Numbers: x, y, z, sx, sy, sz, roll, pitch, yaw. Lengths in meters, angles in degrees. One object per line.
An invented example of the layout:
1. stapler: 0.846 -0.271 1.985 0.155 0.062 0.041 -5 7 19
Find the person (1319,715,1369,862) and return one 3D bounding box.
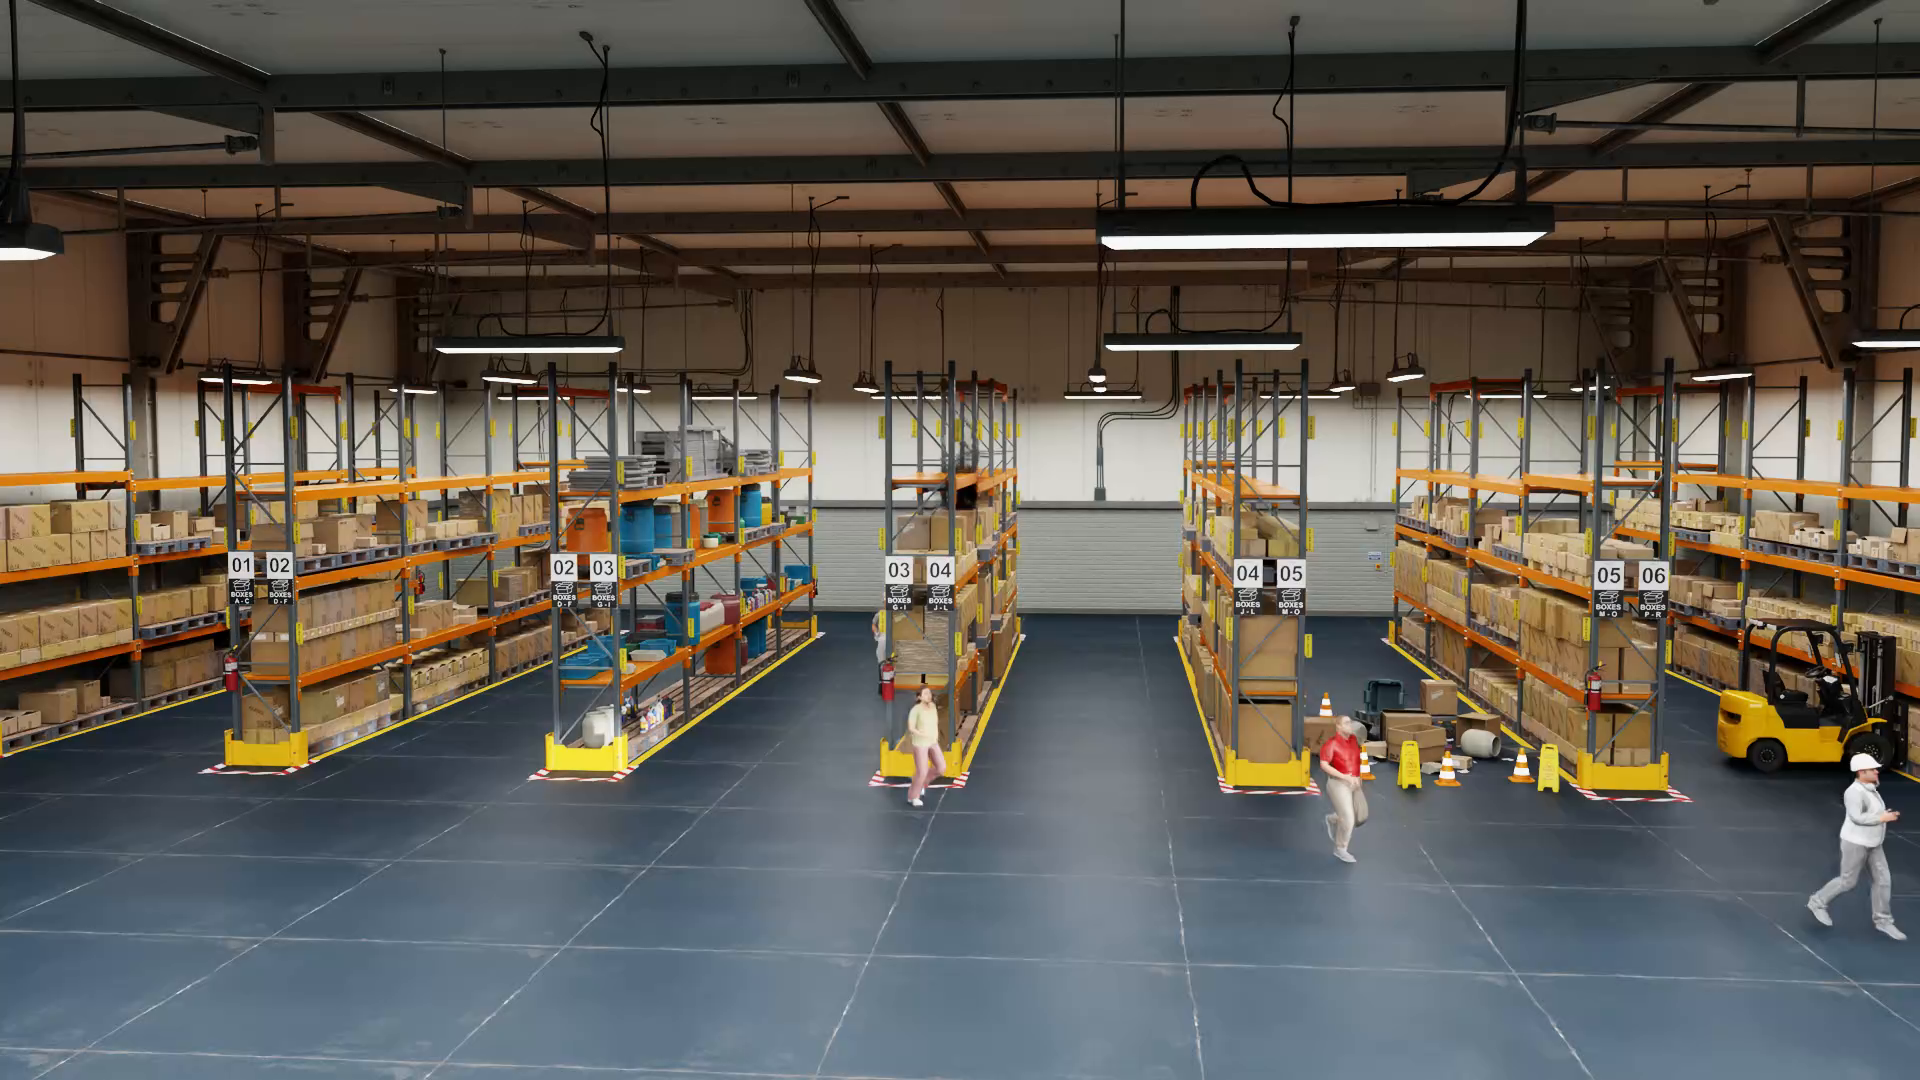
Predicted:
1. person: 4.492 2.920 19.484 0.690 1.634 0.601 -3 5 -39

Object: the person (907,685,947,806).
1. person: -0.443 2.737 22.139 0.609 1.628 0.636 -3 5 -41

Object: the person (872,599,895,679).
1. person: -1.414 1.986 32.626 0.652 1.736 0.612 0 4 1

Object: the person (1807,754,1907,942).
1. person: 8.918 3.010 16.492 0.674 1.801 0.893 -3 5 -42
